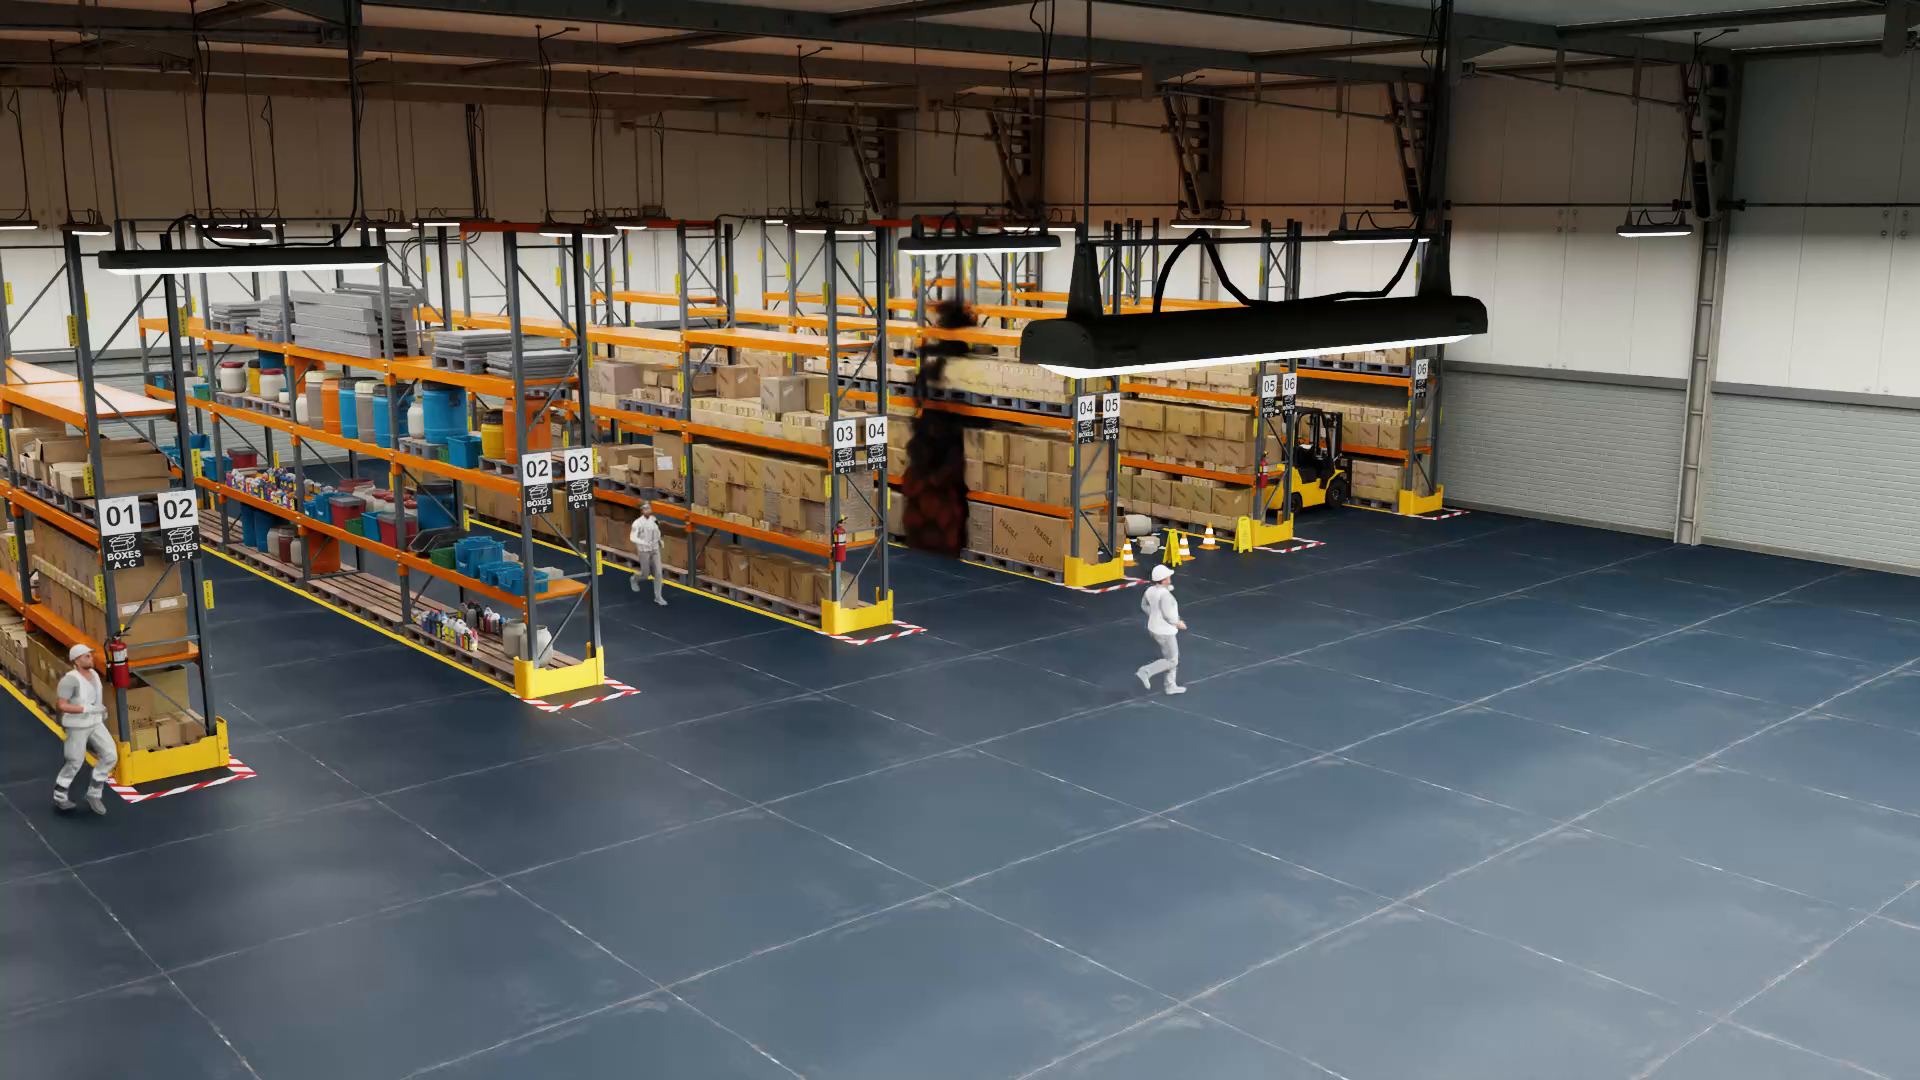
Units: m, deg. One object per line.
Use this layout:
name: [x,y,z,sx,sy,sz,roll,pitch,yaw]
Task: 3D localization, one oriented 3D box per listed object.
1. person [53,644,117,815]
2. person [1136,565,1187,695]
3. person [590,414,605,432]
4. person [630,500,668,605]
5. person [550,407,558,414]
person: [-9.226,1.983,17.546,0.706,1.801,0.676,3,12,14]
person: [2.614,1.179,21.623,0.762,1.738,0.675,-4,12,-20]
person: [-8.970,-2.582,40.993,0.831,1.505,0.564,-9,14,-37]
person: [-5.016,0.172,26.811,0.630,1.675,0.913,-10,15,-41]
person: [-9.695,-2.313,39.077,0.835,1.678,0.747,-4,12,-19]
